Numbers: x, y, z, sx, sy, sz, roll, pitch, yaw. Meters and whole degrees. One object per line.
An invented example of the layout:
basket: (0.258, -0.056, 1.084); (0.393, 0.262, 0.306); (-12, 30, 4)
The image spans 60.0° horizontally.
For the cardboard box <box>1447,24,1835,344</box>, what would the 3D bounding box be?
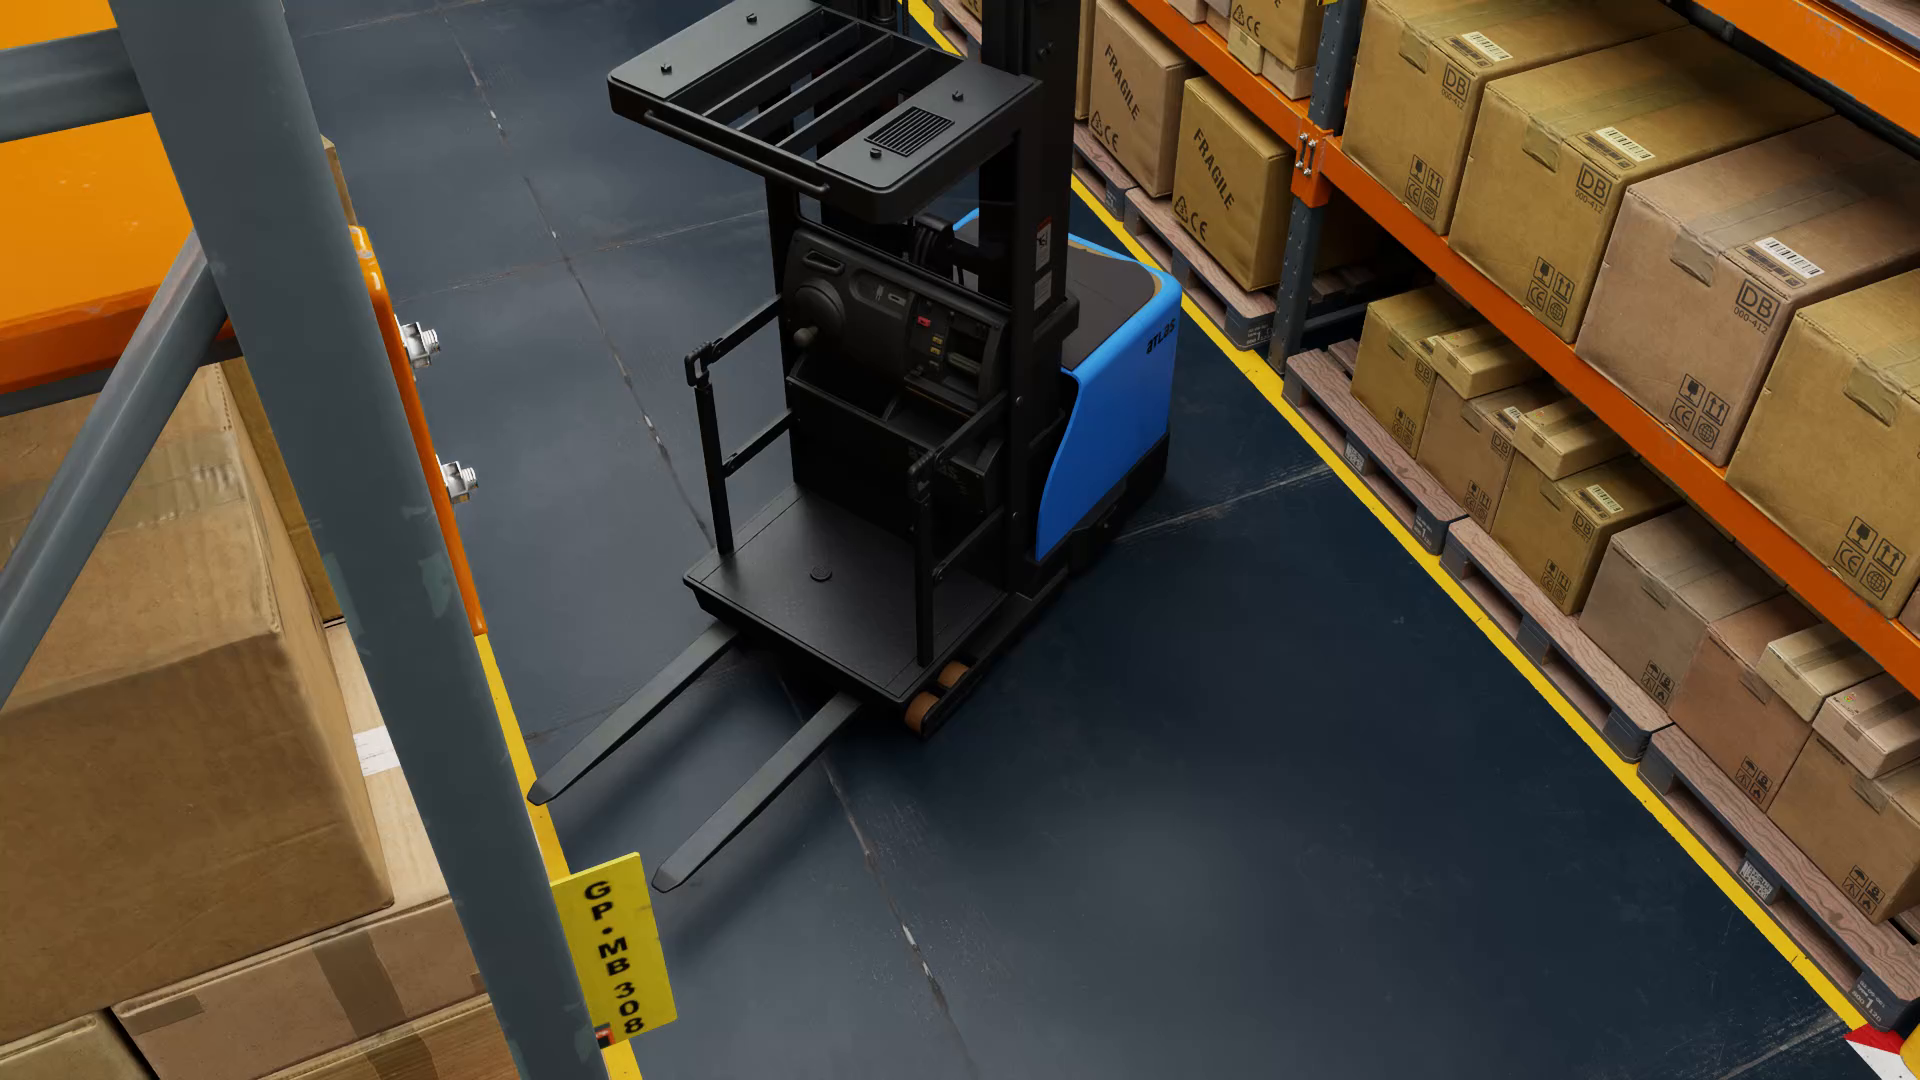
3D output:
cardboard box: (2.465, -1.319, 6.107); (0.980, 0.700, 0.700); (-19, 48, -18)

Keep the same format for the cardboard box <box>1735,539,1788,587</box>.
cardboard box: (3.055, -0.011, 6.014); (0.380, 0.149, 0.250); (-17, 47, -17)

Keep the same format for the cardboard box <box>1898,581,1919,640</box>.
cardboard box: (3.408, 0.090, 4.678); (0.980, 0.700, 0.700); (-16, 47, -16)

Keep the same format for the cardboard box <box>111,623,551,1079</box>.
cardboard box: (-0.841, 0.388, 2.205); (0.500, 0.250, 0.500); (-18, 47, -17)

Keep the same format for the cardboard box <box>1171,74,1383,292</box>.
cardboard box: (1.559, -1.790, 8.029); (0.750, 0.750, 0.750); (-18, 47, -17)

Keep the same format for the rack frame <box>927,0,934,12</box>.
rack frame: (0.268, -4.579, 9.624); (1.000, 3.000, 0.127); (-18, 47, -17)

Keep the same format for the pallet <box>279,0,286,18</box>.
pallet: (-3.876, -2.634, 7.789); (1.213, 0.211, 1.003); (-18, 47, -17)

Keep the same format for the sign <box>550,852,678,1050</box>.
sign: (-0.369, 0.445, 1.774); (0.100, 0.325, 0.005); (-18, 47, -17)

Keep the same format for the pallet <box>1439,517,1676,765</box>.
pallet: (2.716, 0.249, 6.716); (1.003, 0.211, 1.213); (-18, 47, -17)

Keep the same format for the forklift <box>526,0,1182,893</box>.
forklift: (-0.370, -0.690, 5.732); (1.130, 2.935, 3.031); (27, 51, 25)

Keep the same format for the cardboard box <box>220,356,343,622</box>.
cardboard box: (-1.225, -0.141, 2.207); (0.700, 0.500, 0.500); (-18, 47, -17)

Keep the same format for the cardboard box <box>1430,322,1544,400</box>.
cardboard box: (2.150, -0.741, 6.754); (0.380, 0.149, 0.250); (-17, 47, -16)

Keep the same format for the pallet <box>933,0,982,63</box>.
pallet: (0.531, -3.062, 10.071); (1.003, 0.211, 1.213); (-18, 47, -17)

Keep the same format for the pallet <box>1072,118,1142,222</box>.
pallet: (1.040, -2.285, 9.285); (1.003, 0.211, 1.213); (-18, 47, -17)

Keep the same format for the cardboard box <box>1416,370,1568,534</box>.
cardboard box: (2.380, -0.462, 6.932); (0.700, 0.500, 0.500); (-18, 48, -18)

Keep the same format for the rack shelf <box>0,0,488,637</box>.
rack shelf: (-1.702, -1.168, 2.410); (1.077, 0.370, 4.000); (-18, 47, -17)

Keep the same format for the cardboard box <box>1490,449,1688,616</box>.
cardboard box: (2.594, -0.134, 6.600); (0.700, 0.500, 0.500); (-17, 47, -16)

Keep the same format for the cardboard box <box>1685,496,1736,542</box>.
cardboard box: (2.946, -0.175, 6.179); (0.380, 0.149, 0.250); (-18, 47, -17)

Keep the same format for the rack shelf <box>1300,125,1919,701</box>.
rack shelf: (2.791, -0.499, 6.001); (1.077, 0.370, 4.000); (-18, 47, -17)

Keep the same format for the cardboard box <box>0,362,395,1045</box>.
cardboard box: (-1.092, 0.203, 1.859); (0.700, 0.500, 0.500); (-18, 47, -17)

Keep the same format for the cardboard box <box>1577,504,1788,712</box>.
cardboard box: (2.824, 0.204, 6.257); (0.700, 0.500, 0.500); (-19, 48, -19)

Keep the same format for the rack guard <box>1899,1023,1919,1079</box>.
rack guard: (3.642, 1.424, 5.319); (1.175, 0.500, 0.348); (-18, 47, -17)

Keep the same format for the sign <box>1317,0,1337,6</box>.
sign: (1.462, -2.247, 6.493); (0.100, 0.325, 0.005); (-18, 47, -17)

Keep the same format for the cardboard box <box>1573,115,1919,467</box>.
cardboard box: (2.780, -0.859, 5.640); (0.980, 0.700, 0.700); (-20, 48, -19)

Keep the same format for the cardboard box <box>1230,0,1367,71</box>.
cardboard box: (1.527, -2.398, 7.116); (0.500, 0.500, 0.500); (-19, 48, -18)

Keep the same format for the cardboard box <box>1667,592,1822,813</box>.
cardboard box: (3.036, 0.524, 5.933); (0.700, 0.500, 0.500); (-18, 47, -18)

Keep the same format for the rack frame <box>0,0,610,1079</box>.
rack frame: (-0.858, -0.152, 0.866); (0.949, 2.616, 0.053); (-18, 47, -17)

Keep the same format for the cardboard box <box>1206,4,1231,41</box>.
cardboard box: (1.356, -2.412, 7.592); (0.380, 0.149, 0.250); (-17, 47, -16)

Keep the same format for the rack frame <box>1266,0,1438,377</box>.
rack frame: (1.950, -2.030, 7.040); (1.000, 3.000, 0.127); (-18, 47, -17)

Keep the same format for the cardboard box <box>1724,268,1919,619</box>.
cardboard box: (3.092, -0.370, 5.145); (0.980, 0.700, 0.700); (-18, 48, -18)

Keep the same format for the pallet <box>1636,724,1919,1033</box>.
pallet: (3.225, 1.025, 5.929); (1.003, 0.211, 1.213); (-18, 47, -17)

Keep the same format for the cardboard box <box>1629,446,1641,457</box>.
cardboard box: (2.731, -0.500, 6.509); (0.380, 0.149, 0.250); (-18, 47, -17)

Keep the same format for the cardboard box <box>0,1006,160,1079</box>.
cardboard box: (-1.308, 0.540, 2.051); (0.500, 0.250, 0.500); (-18, 47, -17)

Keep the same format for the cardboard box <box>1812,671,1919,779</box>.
cardboard box: (3.028, 0.584, 5.410); (0.380, 0.149, 0.250); (-19, 48, -18)

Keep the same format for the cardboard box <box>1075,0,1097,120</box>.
cardboard box: (0.821, -2.896, 9.149); (0.750, 0.750, 0.750); (-18, 47, -18)

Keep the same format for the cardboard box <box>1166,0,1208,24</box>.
cardboard box: (1.191, -2.563, 7.745); (0.380, 0.149, 0.250); (-18, 47, -17)

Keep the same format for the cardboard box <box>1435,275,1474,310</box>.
cardboard box: (2.291, -1.165, 7.182); (0.380, 0.149, 0.250); (-18, 47, -18)

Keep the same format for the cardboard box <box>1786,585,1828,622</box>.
cardboard box: (3.162, 0.150, 5.850); (0.380, 0.149, 0.250); (-18, 47, -17)

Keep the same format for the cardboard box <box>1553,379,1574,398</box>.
cardboard box: (2.625, -0.662, 6.673); (0.380, 0.149, 0.250); (-19, 48, -19)

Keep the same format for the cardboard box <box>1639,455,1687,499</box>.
cardboard box: (2.840, -0.336, 6.343); (0.380, 0.149, 0.250); (-19, 48, -18)

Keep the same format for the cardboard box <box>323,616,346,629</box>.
cardboard box: (-1.045, 0.067, 2.530); (0.500, 0.250, 0.500); (-18, 47, -17)

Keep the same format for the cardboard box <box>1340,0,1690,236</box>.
cardboard box: (2.163, -1.786, 6.580); (0.980, 0.700, 0.700); (-17, 47, -17)

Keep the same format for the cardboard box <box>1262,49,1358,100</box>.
cardboard box: (1.551, -2.079, 7.255); (0.380, 0.149, 0.250); (-18, 47, -17)

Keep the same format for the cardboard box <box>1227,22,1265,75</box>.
cardboard box: (1.423, -2.233, 7.411); (0.380, 0.149, 0.250); (-17, 47, -17)

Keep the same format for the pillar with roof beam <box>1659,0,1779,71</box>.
pillar with roof beam: (-0.877, -2.703, 3.452); (9.100, 9.000, 0.400); (-18, 47, -17)

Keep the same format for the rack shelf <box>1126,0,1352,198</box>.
rack shelf: (1.109, -3.048, 8.585); (1.077, 0.370, 4.000); (-18, 47, -17)

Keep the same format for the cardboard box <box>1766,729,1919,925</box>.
cardboard box: (3.247, 0.843, 5.610); (0.700, 0.500, 0.500); (-18, 47, -17)

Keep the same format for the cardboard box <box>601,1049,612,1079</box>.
cardboard box: (-0.808, 1.232, 2.951); (0.500, 0.500, 0.500); (-17, 47, -16)

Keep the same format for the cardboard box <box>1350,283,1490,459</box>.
cardboard box: (2.171, -0.783, 7.257); (0.700, 0.500, 0.500); (-17, 47, -17)

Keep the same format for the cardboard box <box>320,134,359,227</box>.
cardboard box: (-2.539, -1.118, 5.746); (0.700, 0.500, 0.500); (-34, 54, -30)

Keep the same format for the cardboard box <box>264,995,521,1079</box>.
cardboard box: (-0.846, 0.568, 2.379); (0.500, 0.250, 0.500); (-18, 47, -17)

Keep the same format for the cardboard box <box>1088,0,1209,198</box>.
cardboard box: (1.182, -2.355, 8.602); (0.750, 0.750, 0.750); (-17, 47, -16)

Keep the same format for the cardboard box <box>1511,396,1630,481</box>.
cardboard box: (2.370, -0.409, 6.416); (0.380, 0.149, 0.250); (-19, 48, -19)

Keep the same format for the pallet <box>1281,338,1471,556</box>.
pallet: (2.199, -0.530, 7.505); (1.003, 0.211, 1.213); (-18, 47, -17)

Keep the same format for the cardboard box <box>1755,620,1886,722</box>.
cardboard box: (2.919, 0.421, 5.575); (0.380, 0.149, 0.250); (-17, 47, -16)

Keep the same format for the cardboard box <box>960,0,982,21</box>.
cardboard box: (0.458, -3.456, 9.717); (0.750, 0.750, 0.750); (-19, 48, -18)

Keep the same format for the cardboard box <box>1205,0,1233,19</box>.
cardboard box: (1.304, -2.720, 7.443); (0.500, 0.500, 0.500); (-18, 47, -17)

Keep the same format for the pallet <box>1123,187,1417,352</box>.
pallet: (1.557, -1.507, 8.496); (1.003, 0.211, 1.213); (-18, 47, -17)
